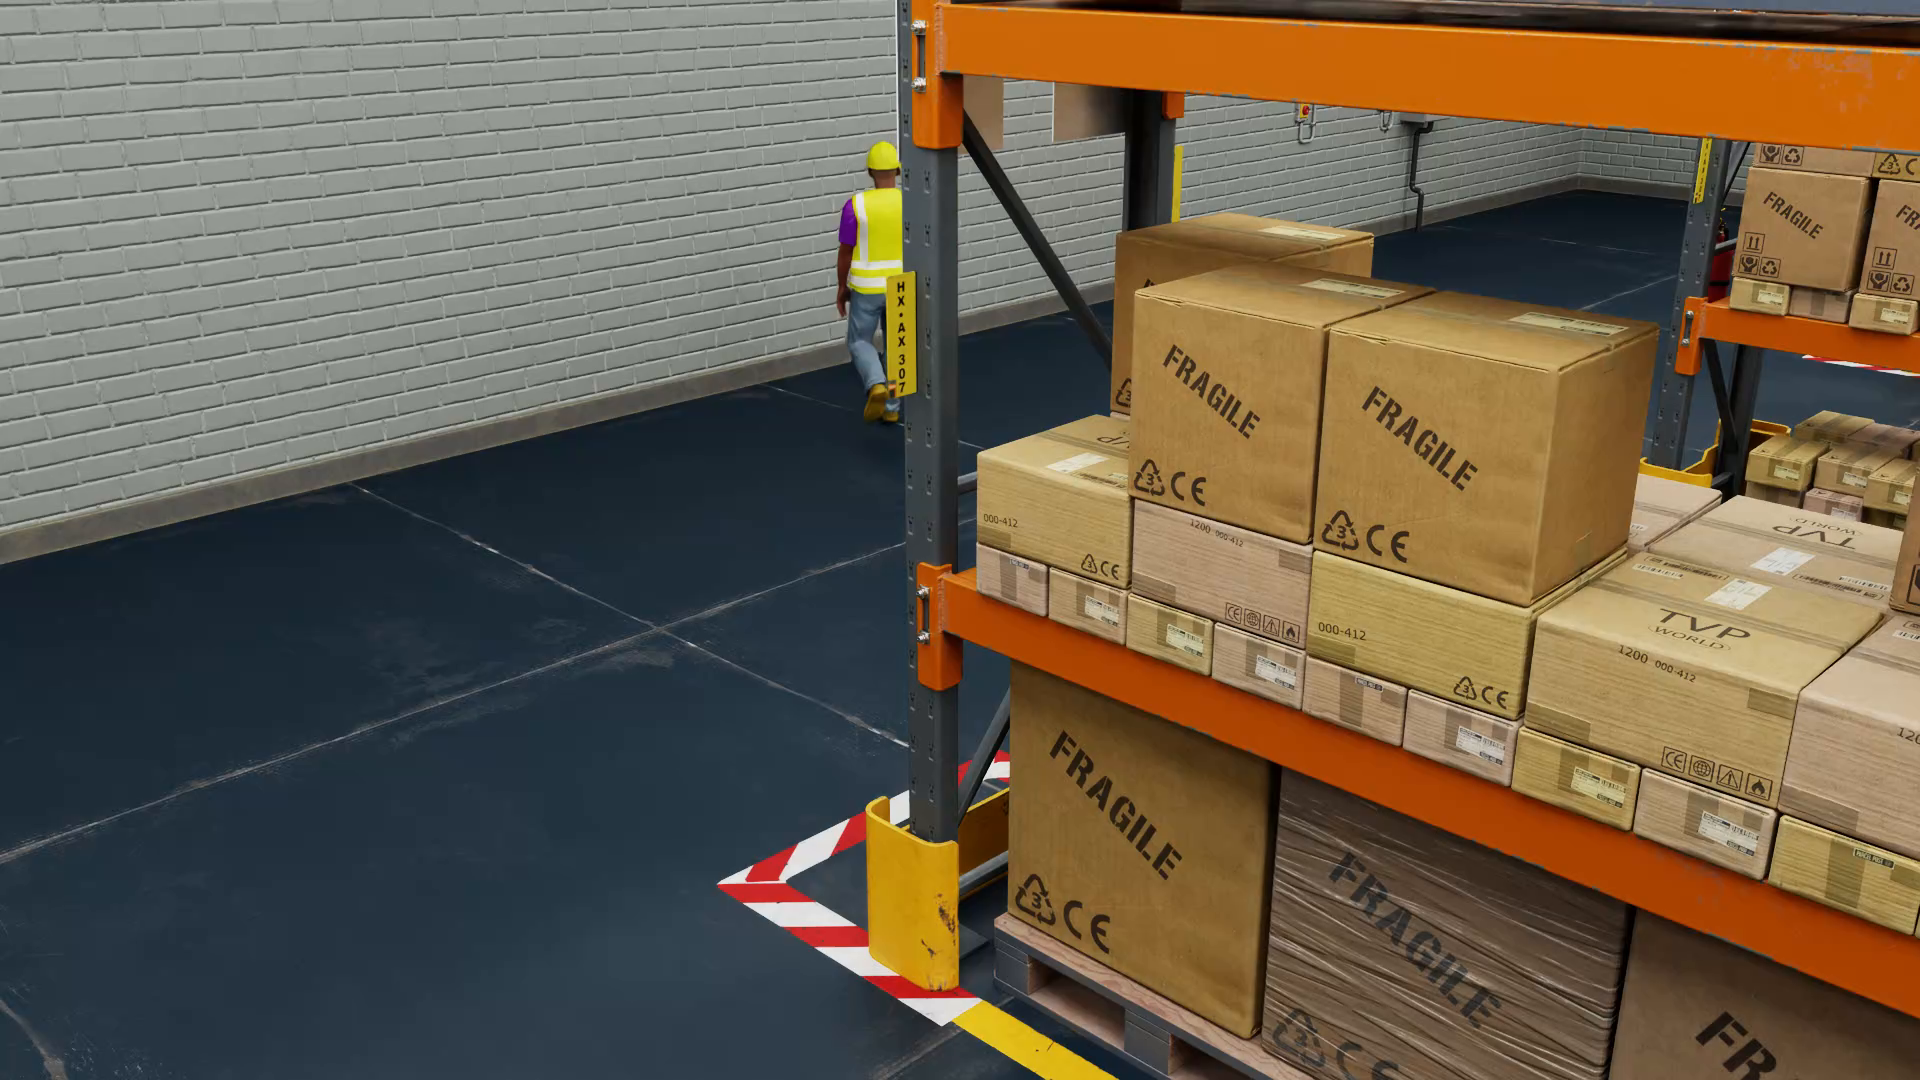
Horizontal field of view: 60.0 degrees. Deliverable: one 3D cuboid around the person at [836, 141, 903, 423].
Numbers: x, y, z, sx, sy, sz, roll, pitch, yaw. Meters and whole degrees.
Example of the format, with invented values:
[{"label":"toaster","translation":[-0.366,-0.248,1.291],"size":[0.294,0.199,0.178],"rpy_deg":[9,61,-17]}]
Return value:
[{"label":"person","translation":[-0.463,-1.543,10.148],"size":[0.577,1.749,0.702],"rpy_deg":[-5,21,-13]}]
